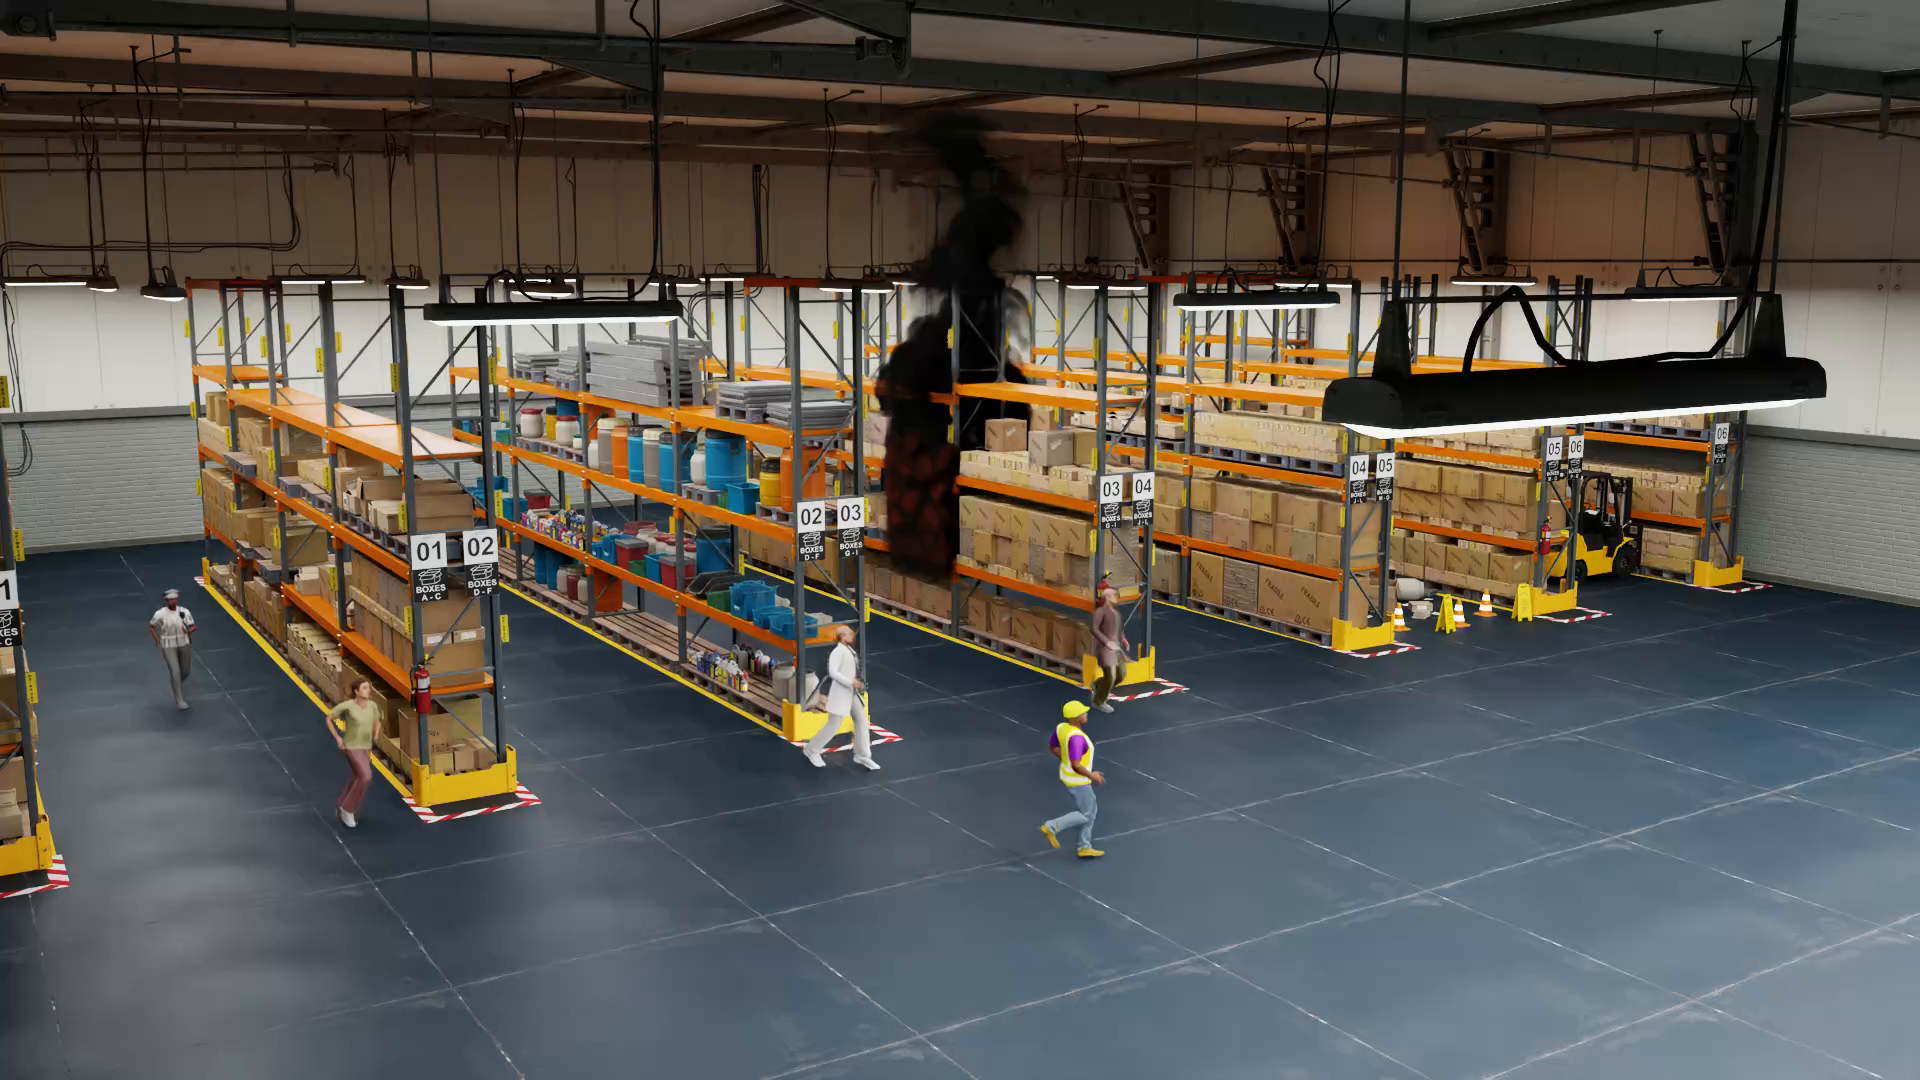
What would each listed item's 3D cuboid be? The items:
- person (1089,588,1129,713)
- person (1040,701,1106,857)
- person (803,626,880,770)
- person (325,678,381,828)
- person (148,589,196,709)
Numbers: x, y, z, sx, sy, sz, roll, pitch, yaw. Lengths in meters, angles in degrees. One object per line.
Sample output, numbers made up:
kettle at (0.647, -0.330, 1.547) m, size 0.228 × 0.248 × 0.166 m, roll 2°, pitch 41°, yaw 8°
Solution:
person at (2.116, 1.550, 23.652) m, size 0.569 × 1.731 × 0.783 m, roll 7°, pitch 12°, yaw 34°
person at (1.192, 2.554, 17.701) m, size 0.739 × 1.739 × 0.707 m, roll -2°, pitch 10°, yaw -13°
person at (-1.442, 1.969, 20.987) m, size 0.991 × 1.780 × 0.764 m, roll 3°, pitch 10°, yaw 16°
person at (-6.842, 2.384, 18.909) m, size 0.608 × 1.656 × 0.590 m, roll 5°, pitch 11°, yaw 27°
person at (-11.246, 1.519, 23.822) m, size 0.583 × 1.674 × 0.924 m, roll -8°, pitch 12°, yaw -38°
